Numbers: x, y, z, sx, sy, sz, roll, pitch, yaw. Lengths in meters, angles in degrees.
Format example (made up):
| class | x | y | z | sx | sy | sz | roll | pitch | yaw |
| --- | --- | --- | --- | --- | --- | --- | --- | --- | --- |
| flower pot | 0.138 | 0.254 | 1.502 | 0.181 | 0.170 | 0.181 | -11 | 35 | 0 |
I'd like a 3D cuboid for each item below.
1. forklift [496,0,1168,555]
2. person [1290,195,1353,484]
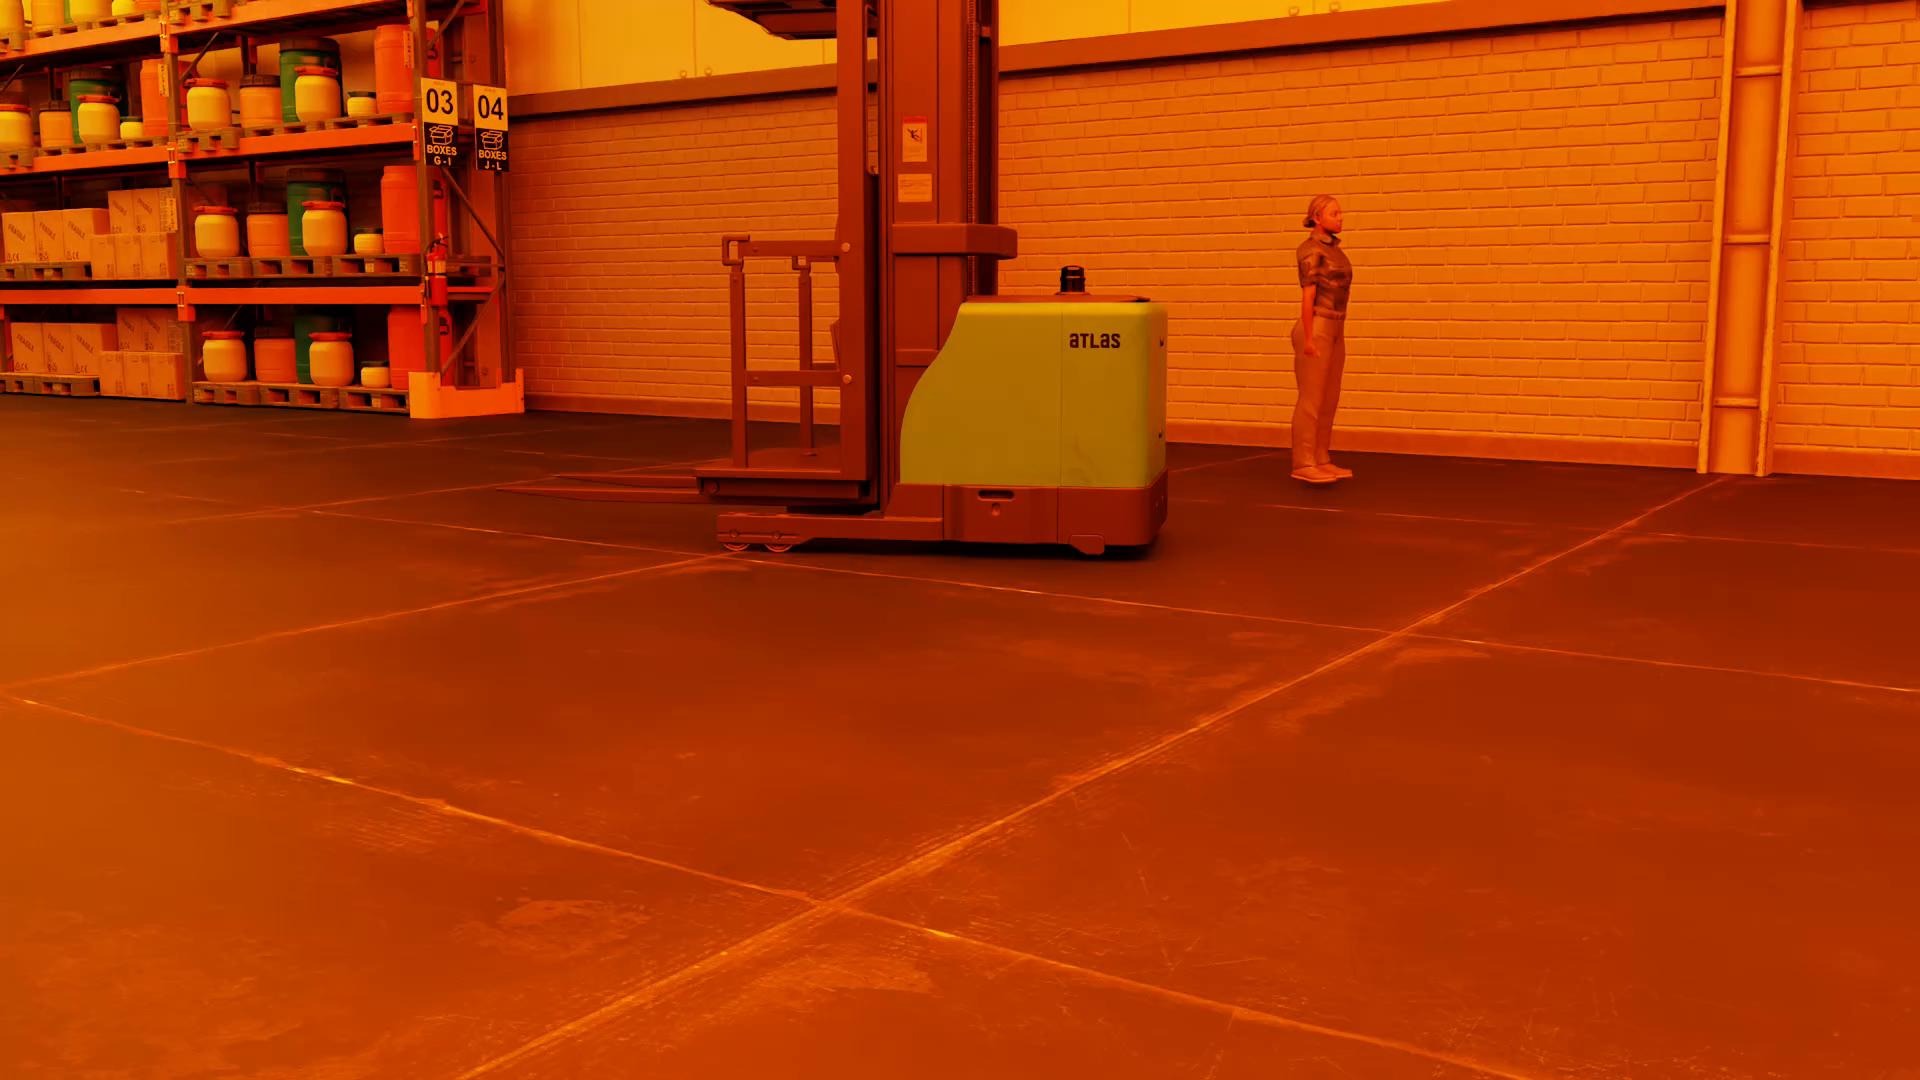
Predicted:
| class | x | y | z | sx | sy | sz | roll | pitch | yaw |
| --- | --- | --- | --- | --- | --- | --- | --- | --- | --- |
| forklift | -0.596 | -1.469 | 7.520 | 3.031 | 2.935 | 1.130 | 2 | 8 | 12 |
| person | 2.130 | -1.179 | 9.738 | 0.335 | 1.660 | 0.452 | 5 | 10 | 33 |
